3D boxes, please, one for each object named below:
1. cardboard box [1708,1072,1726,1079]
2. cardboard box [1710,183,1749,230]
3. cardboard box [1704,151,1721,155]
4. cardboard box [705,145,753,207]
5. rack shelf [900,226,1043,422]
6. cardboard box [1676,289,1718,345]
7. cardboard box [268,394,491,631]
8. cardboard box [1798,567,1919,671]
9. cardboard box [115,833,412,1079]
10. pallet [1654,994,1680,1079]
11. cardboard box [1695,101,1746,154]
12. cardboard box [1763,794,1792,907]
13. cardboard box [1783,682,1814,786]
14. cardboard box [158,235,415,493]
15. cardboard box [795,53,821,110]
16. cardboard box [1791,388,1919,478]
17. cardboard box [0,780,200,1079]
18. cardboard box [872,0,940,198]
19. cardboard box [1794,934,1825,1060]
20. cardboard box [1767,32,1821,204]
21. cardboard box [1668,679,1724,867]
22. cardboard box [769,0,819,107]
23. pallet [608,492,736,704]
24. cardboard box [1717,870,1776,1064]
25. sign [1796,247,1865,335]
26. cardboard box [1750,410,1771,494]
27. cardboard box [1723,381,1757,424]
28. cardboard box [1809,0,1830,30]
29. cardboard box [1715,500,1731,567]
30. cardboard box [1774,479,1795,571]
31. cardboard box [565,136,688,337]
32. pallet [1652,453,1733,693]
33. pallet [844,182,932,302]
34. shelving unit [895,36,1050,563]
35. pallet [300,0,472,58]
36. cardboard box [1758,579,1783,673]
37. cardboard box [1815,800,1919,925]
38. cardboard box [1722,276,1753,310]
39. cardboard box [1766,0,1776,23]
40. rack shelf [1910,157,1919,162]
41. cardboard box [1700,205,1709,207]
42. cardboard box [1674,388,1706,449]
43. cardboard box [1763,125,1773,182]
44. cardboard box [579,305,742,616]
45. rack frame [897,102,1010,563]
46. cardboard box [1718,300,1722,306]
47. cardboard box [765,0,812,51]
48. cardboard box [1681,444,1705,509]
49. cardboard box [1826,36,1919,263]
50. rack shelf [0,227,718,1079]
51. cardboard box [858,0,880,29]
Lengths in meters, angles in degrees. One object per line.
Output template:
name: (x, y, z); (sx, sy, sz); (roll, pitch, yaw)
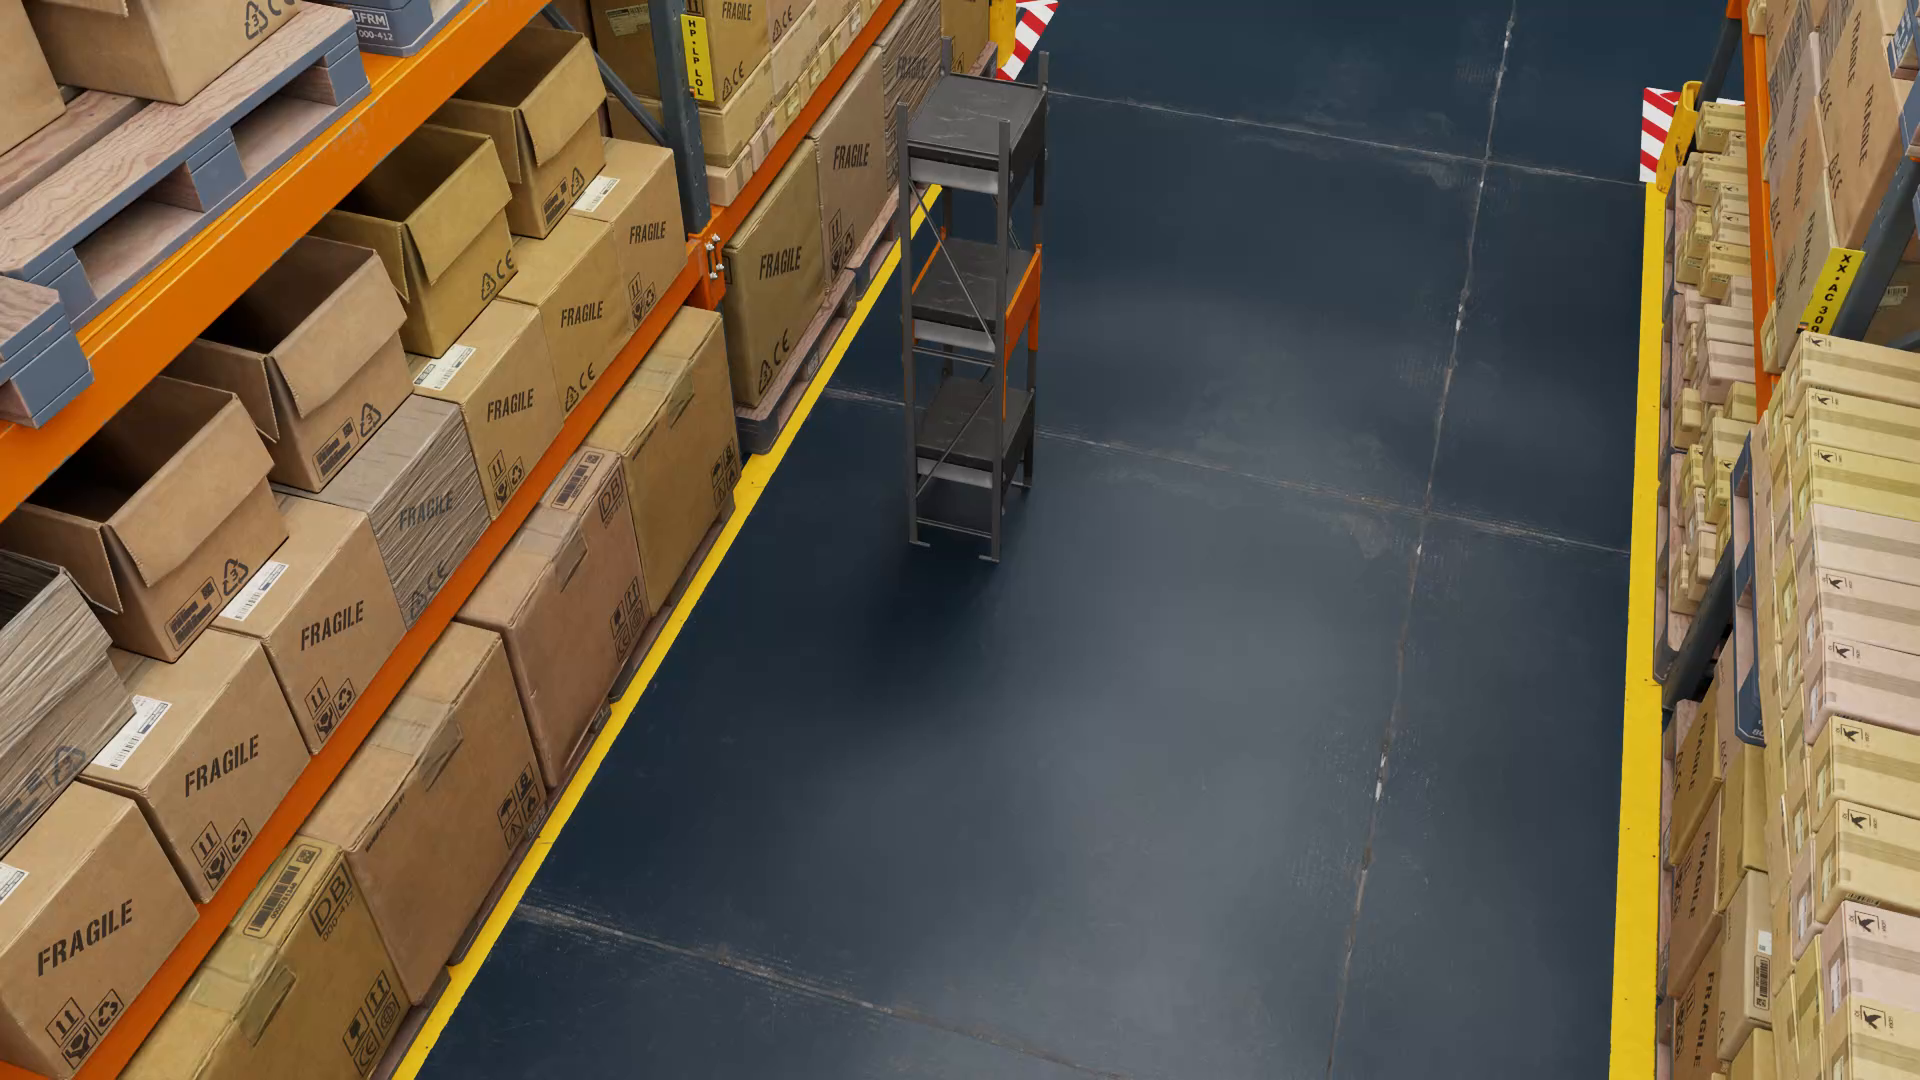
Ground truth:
cardboard box: (2.269, 1.868, 4.582); (0.500, 0.500, 0.500); (11, 45, 11)
cardboard box: (3.791, -1.546, 7.897); (0.380, 0.149, 0.250); (10, 45, 11)
cardboard box: (4.033, -1.955, 8.527); (0.380, 0.149, 0.250); (14, 46, 14)
cardboard box: (-1.065, -1.501, 6.718); (0.380, 0.149, 0.250); (13, 46, 13)
rack shelf: (0.050, -0.851, 6.537); (0.431, 0.518, 0.480); (13, 46, 12)
cardboard box: (3.576, -1.018, 7.783); (0.380, 0.149, 0.250); (10, 45, 11)
cardboard box: (-1.817, -0.119, 5.054); (0.500, 0.500, 0.500); (13, 46, 13)
cardboard box: (2.354, 0.240, 4.213); (0.380, 0.149, 0.250); (12, 46, 12)
cardboard box: (-2.454, 1.356, 4.837); (1.225, 0.875, 0.875); (11, 45, 11)
pallet: (2.623, 1.986, 4.969); (1.003, 0.211, 1.213); (13, 46, 13)
cardboard box: (3.954, -2.079, 8.441); (0.380, 0.149, 0.250); (11, 45, 11)
cardboard box: (2.198, 0.798, 4.068); (0.380, 0.149, 0.250); (11, 45, 11)
cardboard box: (2.275, 0.528, 4.131); (0.380, 0.149, 0.250); (12, 46, 12)
cardboard box: (-2.049, -0.558, 4.786); (0.797, 0.503, 0.637); (14, 46, 14)
cardboard box: (-0.828, -2.027, 7.256); (0.380, 0.149, 0.250); (11, 46, 11)
cardboard box: (2.589, -0.266, 4.731); (0.380, 0.149, 0.250); (14, 46, 14)
cardboard box: (-2.276, 0.900, 4.013); (0.500, 0.500, 0.500); (14, 46, 14)
cardboard box: (-0.653, -2.471, 8.748); (0.875, 0.875, 0.875); (13, 46, 13)
cardboard box: (2.040, 1.042, 3.606); (0.380, 0.149, 0.250); (12, 46, 12)
cardboard box: (3.413, -1.547, 6.301); (0.500, 0.500, 0.500); (12, 46, 12)
cardboard box: (2.749, 0.834, 5.639); (0.500, 0.500, 0.500); (14, 46, 14)
cardboard box: (-0.924, -2.105, 7.050); (0.500, 0.250, 0.500); (12, 46, 12)
pallet: (-1.633, 0.063, 6.934); (1.003, 0.211, 1.213); (13, 46, 13)
cardboard box: (2.432, 1.260, 4.667); (0.500, 0.250, 0.500); (14, 46, 14)
sign: (2.706, -0.765, 5.167); (0.100, 0.325, 0.005); (13, 46, 13)
cardboard box: (2.667, -0.241, 5.130); (0.380, 0.149, 0.250); (11, 45, 11)
cardboard box: (3.346, -0.485, 6.812); (0.380, 0.149, 0.250); (14, 46, 14)
cardboard box: (3.571, -2.248, 6.303); (0.500, 0.500, 0.500); (11, 45, 11)
cardboard box: (3.085, 0.018, 6.299); (0.380, 0.149, 0.250); (14, 46, 14)
cardboard box: (2.513, -0.002, 4.673); (0.380, 0.149, 0.250); (14, 46, 13)
cardboard box: (-1.353, -1.130, 6.088); (0.500, 0.500, 0.500); (13, 46, 13)
pallet: (3.395, 0.196, 6.798); (1.003, 0.211, 1.213); (13, 46, 13)
pallet: (-0.799, -1.773, 8.810); (1.003, 0.211, 1.213); (13, 46, 12)
shelving unit: (0.050, -0.861, 6.527); (0.431, 2.100, 0.503); (13, 46, 12)
pallet: (-1.702, -1.846, 4.883); (0.805, 0.209, 1.217); (11, 45, 11)
cardboard box: (2.433, 0.278, 4.600); (0.380, 0.149, 0.250); (13, 46, 13)
cardboard box: (2.119, 0.762, 3.679); (0.380, 0.149, 0.250); (15, 46, 14)
cardboard box: (3.589, -1.009, 7.349); (0.380, 0.149, 0.250); (13, 46, 13)
cardboard box: (3.899, -2.551, 7.327); (0.500, 0.500, 0.500); (13, 46, 13)
rack shelf: (2.619, 0.172, 3.198); (1.077, 0.370, 4.000); (13, 46, 13)
cardboard box: (3.972, -1.670, 8.449); (0.380, 0.149, 0.250); (12, 46, 12)
cardboard box: (3.333, -0.501, 7.254); (0.380, 0.149, 0.250); (12, 46, 12)
cardboard box: (3.493, -1.553, 6.771); (0.380, 0.149, 0.250); (13, 46, 13)
cardboard box: (-1.646, -0.424, 6.656); (1.225, 0.875, 0.875); (13, 46, 13)
rack frame: (-0.024, -0.698, 6.361); (0.400, 2.100, 0.015); (13, 46, 12)
cardboard box: (3.693, -1.068, 7.621); (0.380, 0.149, 0.250); (15, 46, 15)
cardboard box: (-0.926, -2.376, 6.791); (0.500, 0.500, 0.500); (13, 46, 13)
cardboard box: (3.152, -0.226, 6.761); (0.380, 0.149, 0.250); (11, 45, 11)
cardboard box: (3.110, -1.216, 5.248); (0.500, 0.500, 0.500); (11, 45, 11)
rack shelf: (-2.077, 0.126, 5.389); (1.077, 0.370, 4.000); (13, 46, 13)
cardboard box: (-0.594, -2.540, 7.780); (0.380, 0.149, 0.250); (11, 46, 11)
